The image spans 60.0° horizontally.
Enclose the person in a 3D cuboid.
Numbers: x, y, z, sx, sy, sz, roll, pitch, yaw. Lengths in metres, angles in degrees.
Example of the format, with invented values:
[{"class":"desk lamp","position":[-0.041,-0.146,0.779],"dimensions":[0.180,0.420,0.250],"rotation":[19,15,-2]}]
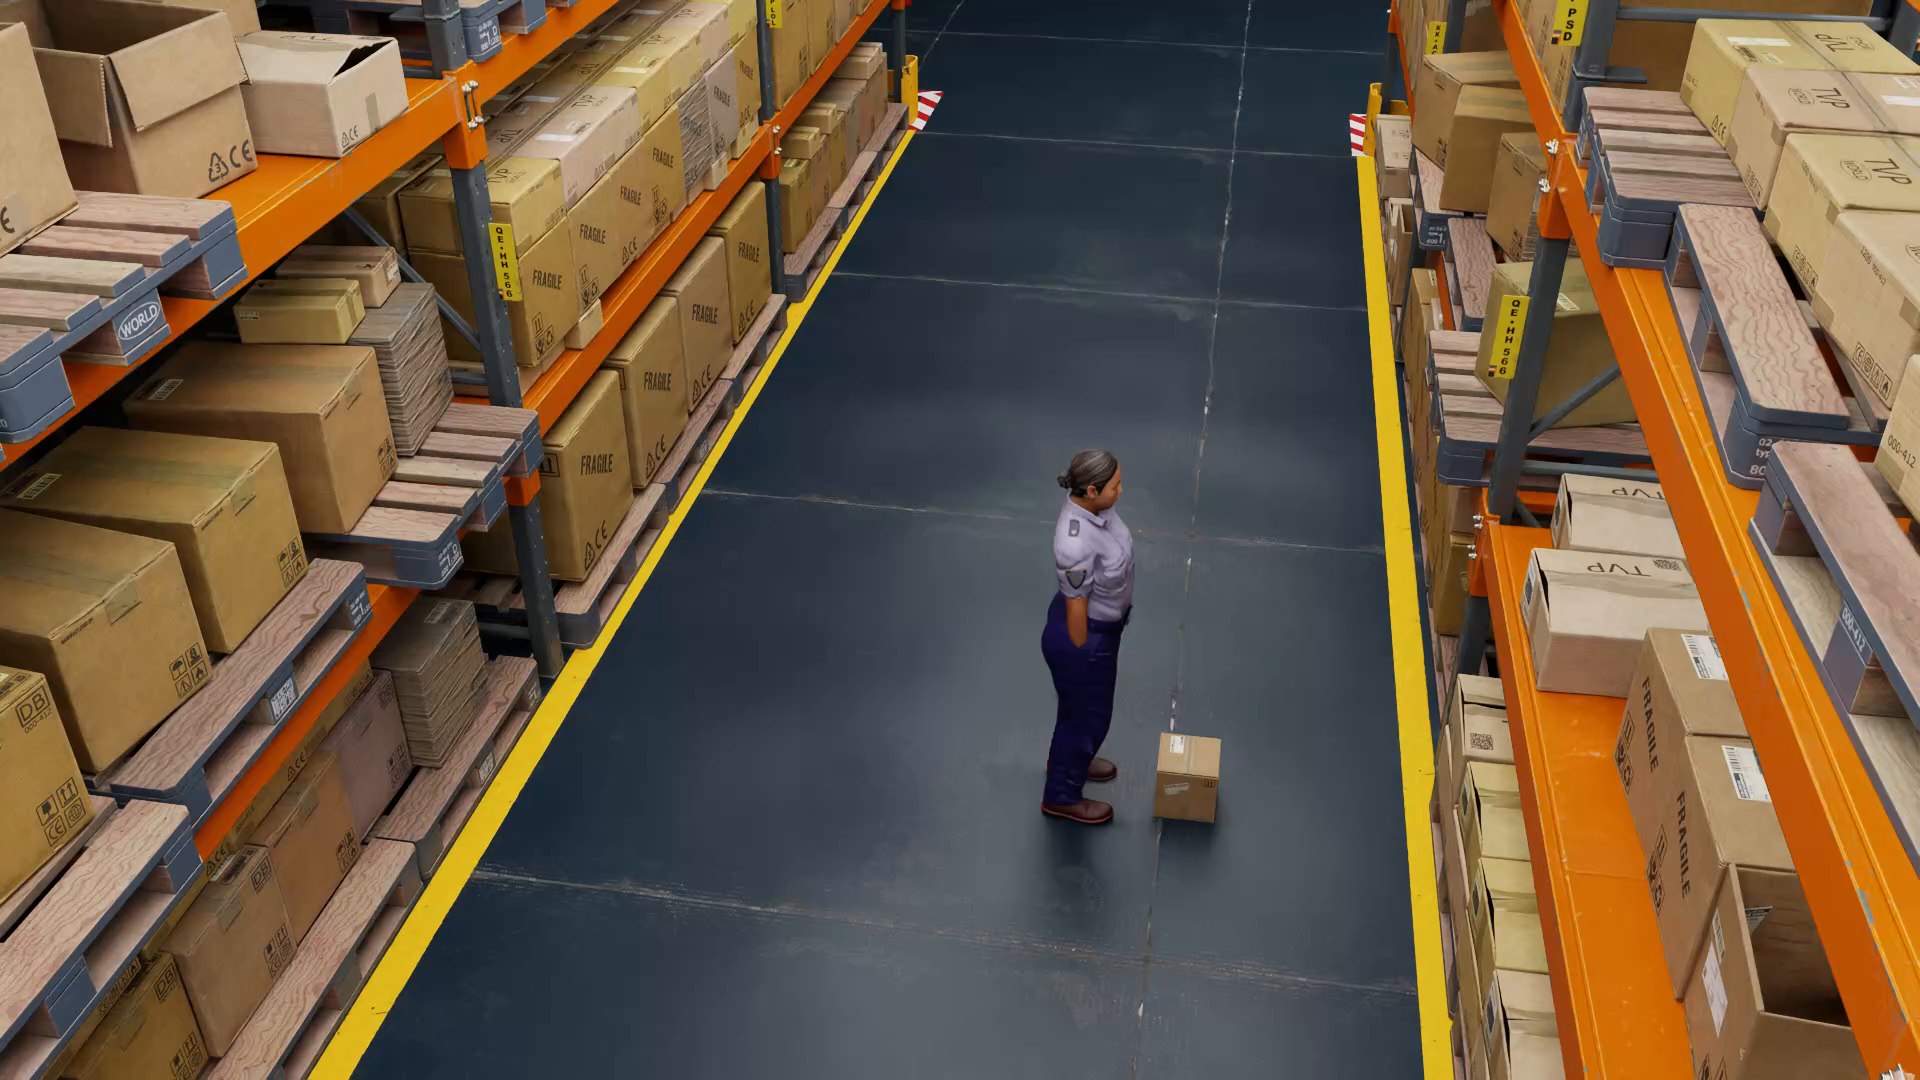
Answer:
[{"class":"person","position":[0.507,0.360,6.599],"dimensions":[0.342,1.646,0.470],"rotation":[6,33,9]}]
